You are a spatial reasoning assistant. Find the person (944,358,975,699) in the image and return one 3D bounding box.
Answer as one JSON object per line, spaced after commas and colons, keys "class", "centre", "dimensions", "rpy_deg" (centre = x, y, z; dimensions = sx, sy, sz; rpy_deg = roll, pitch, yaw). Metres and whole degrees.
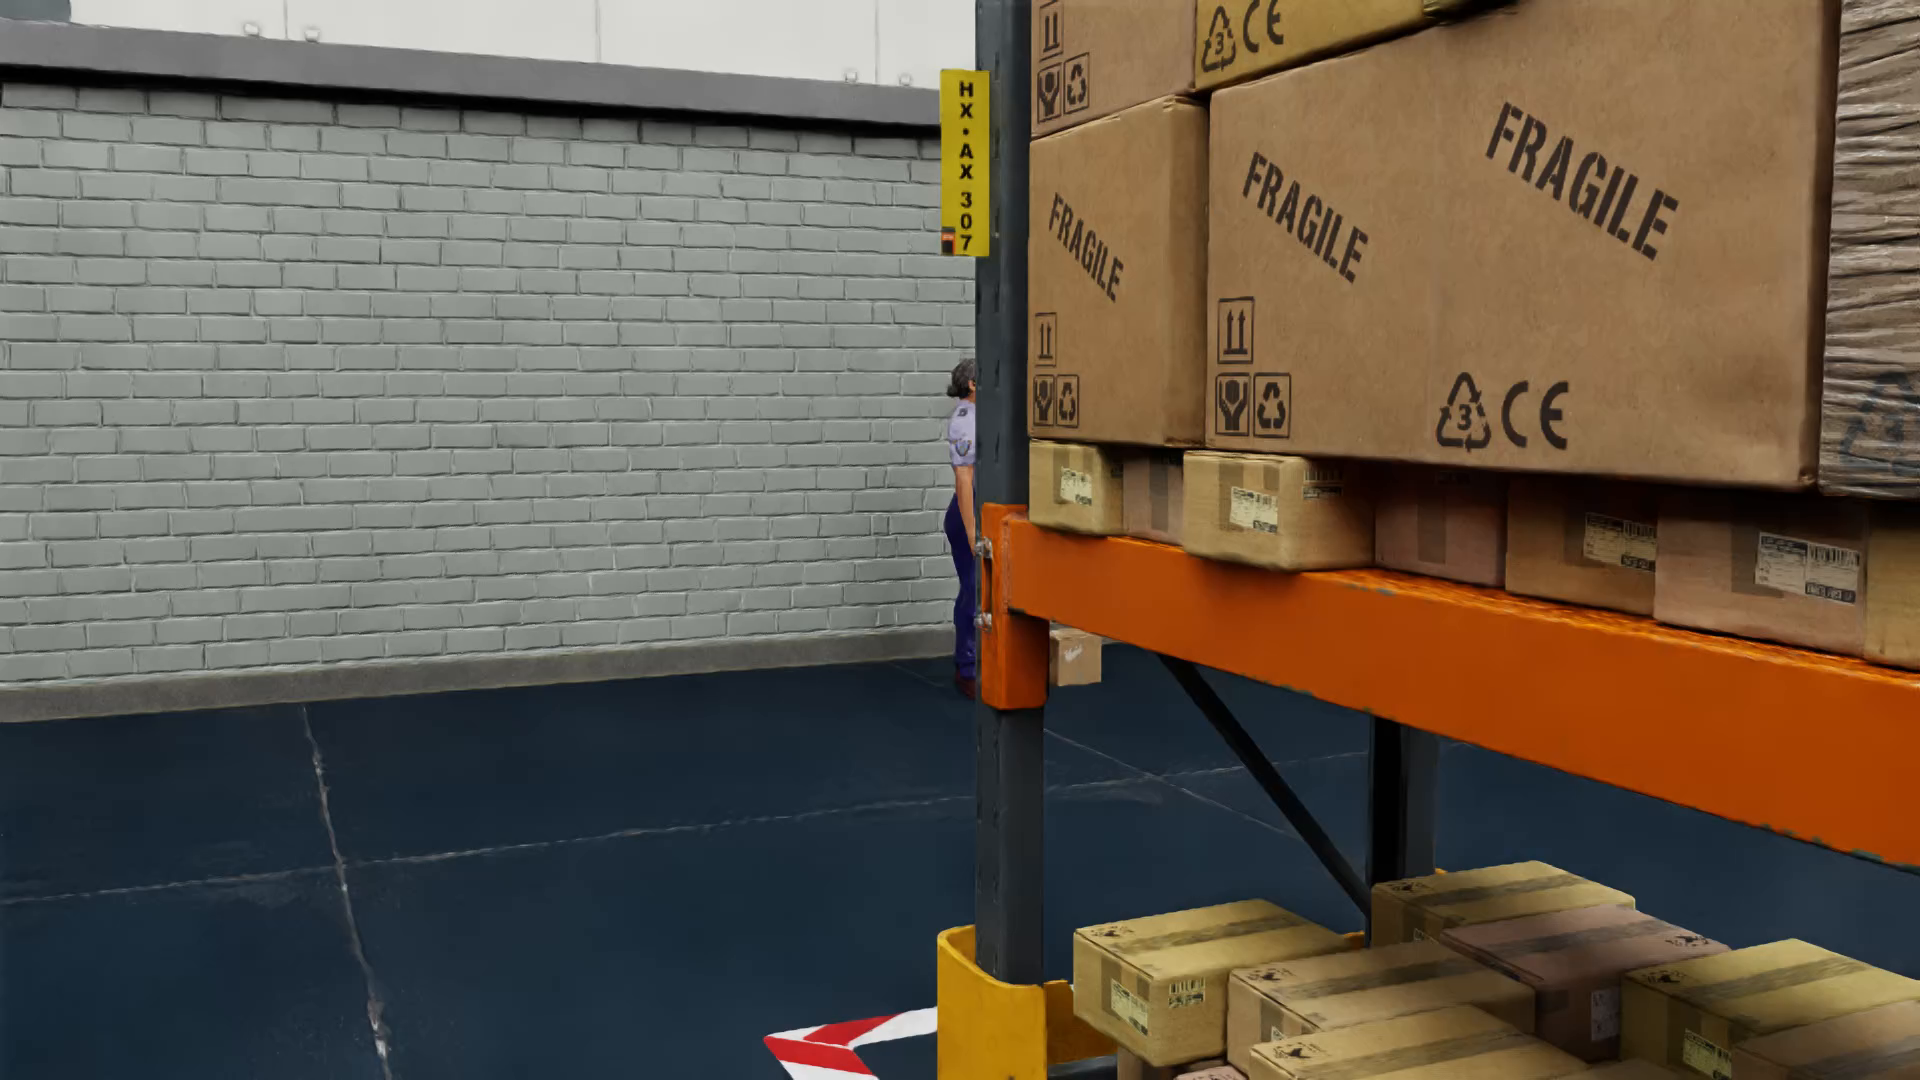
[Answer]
{"class": "person", "centre": [0.091, -0.070, 8.259], "dimensions": [0.341, 1.656, 0.599], "rpy_deg": [0, 6, 5]}
